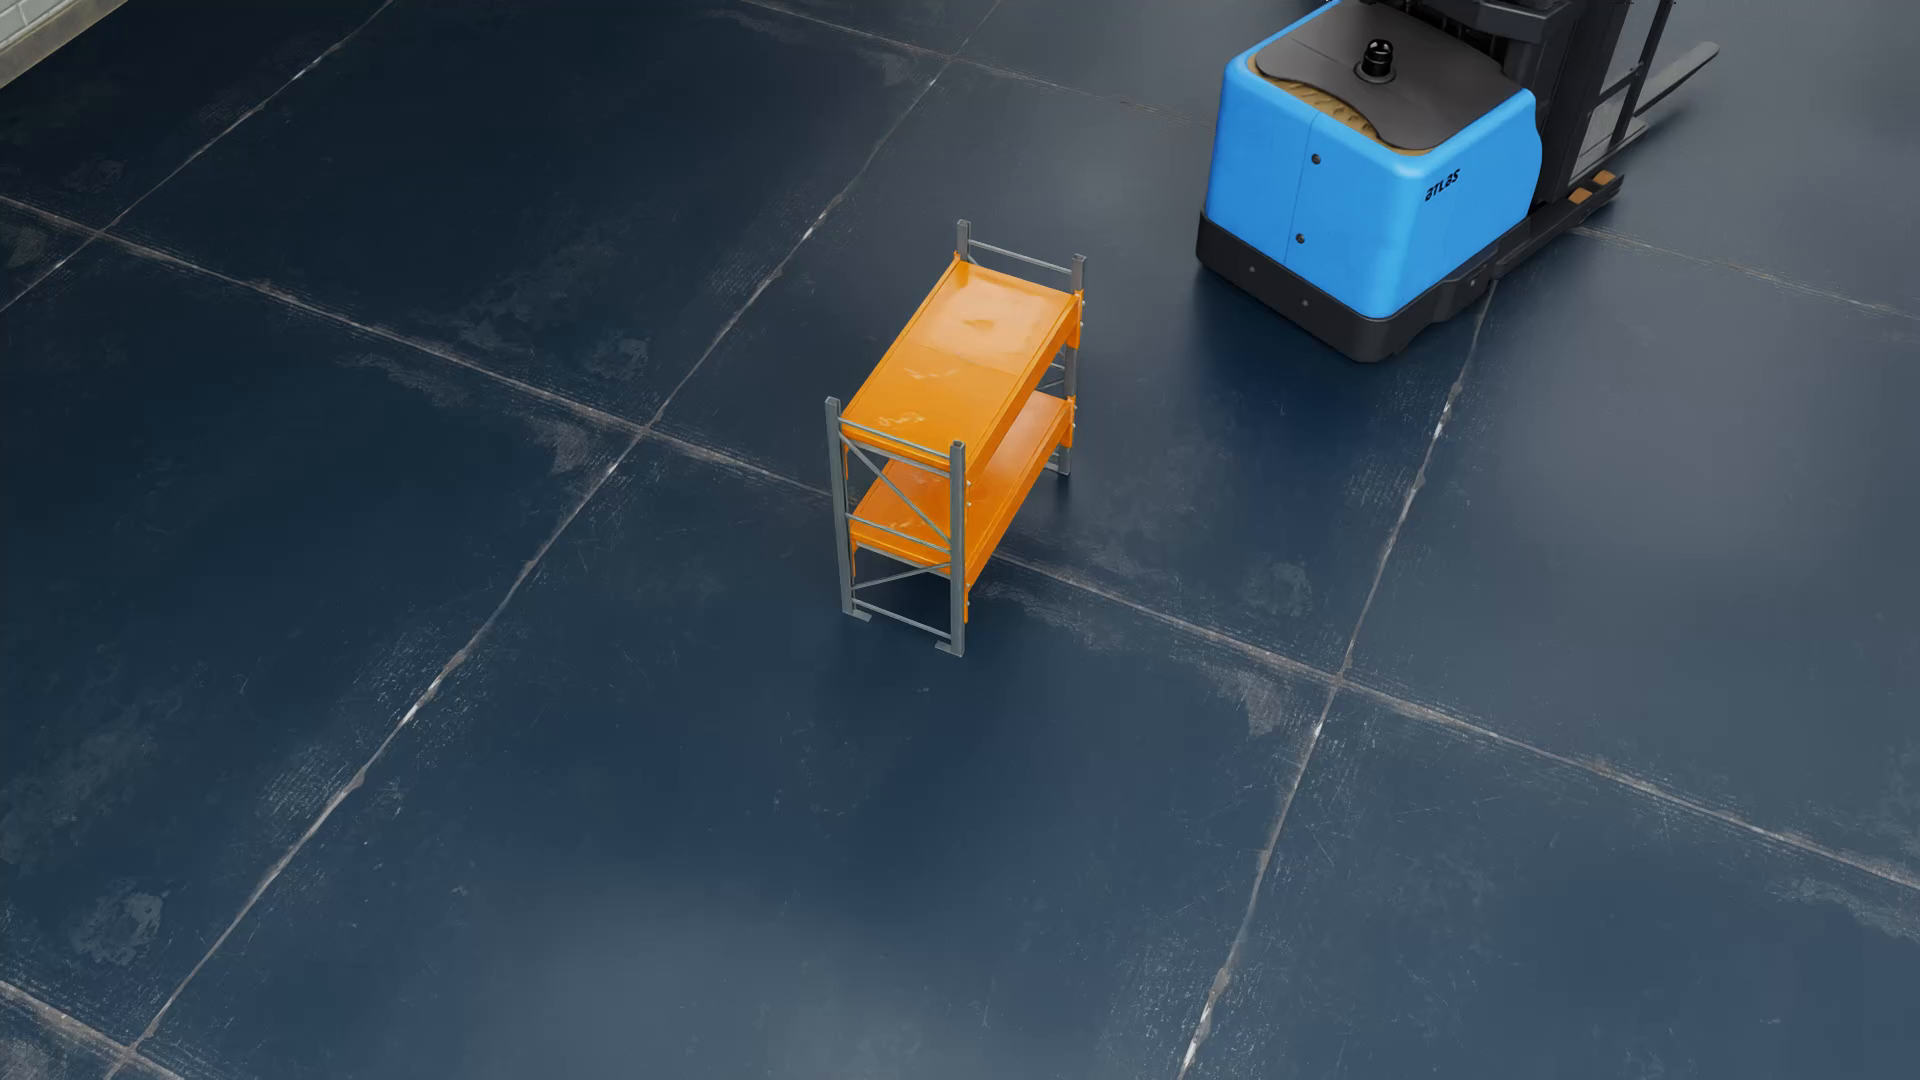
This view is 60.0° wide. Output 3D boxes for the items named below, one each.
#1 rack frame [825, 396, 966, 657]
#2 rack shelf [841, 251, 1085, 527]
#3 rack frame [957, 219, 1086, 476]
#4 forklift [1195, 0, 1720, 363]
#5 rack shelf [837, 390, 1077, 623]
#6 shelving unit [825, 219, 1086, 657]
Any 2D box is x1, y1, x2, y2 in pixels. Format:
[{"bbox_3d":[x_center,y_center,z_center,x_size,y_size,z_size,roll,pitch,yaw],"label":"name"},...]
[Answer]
[{"bbox_3d":[-0.214,-0.019,5.843,0.500,1.125,0.032,20,52,16],"label":"rack frame"},{"bbox_3d":[0.003,-0.559,5.918,0.538,0.278,1.000,20,52,16],"label":"rack shelf"},{"bbox_3d":[0.220,-0.719,6.439,0.500,1.125,0.032,20,52,16],"label":"rack frame"},{"bbox_3d":[2.499,-2.702,6.940,3.031,2.935,1.130,-35,58,-26],"label":"forklift"},{"bbox_3d":[0.003,-0.211,6.327,0.538,0.278,1.000,20,52,16],"label":"rack shelf"},{"bbox_3d":[0.003,-0.369,6.141,0.538,1.125,1.048,20,52,16],"label":"shelving unit"}]
